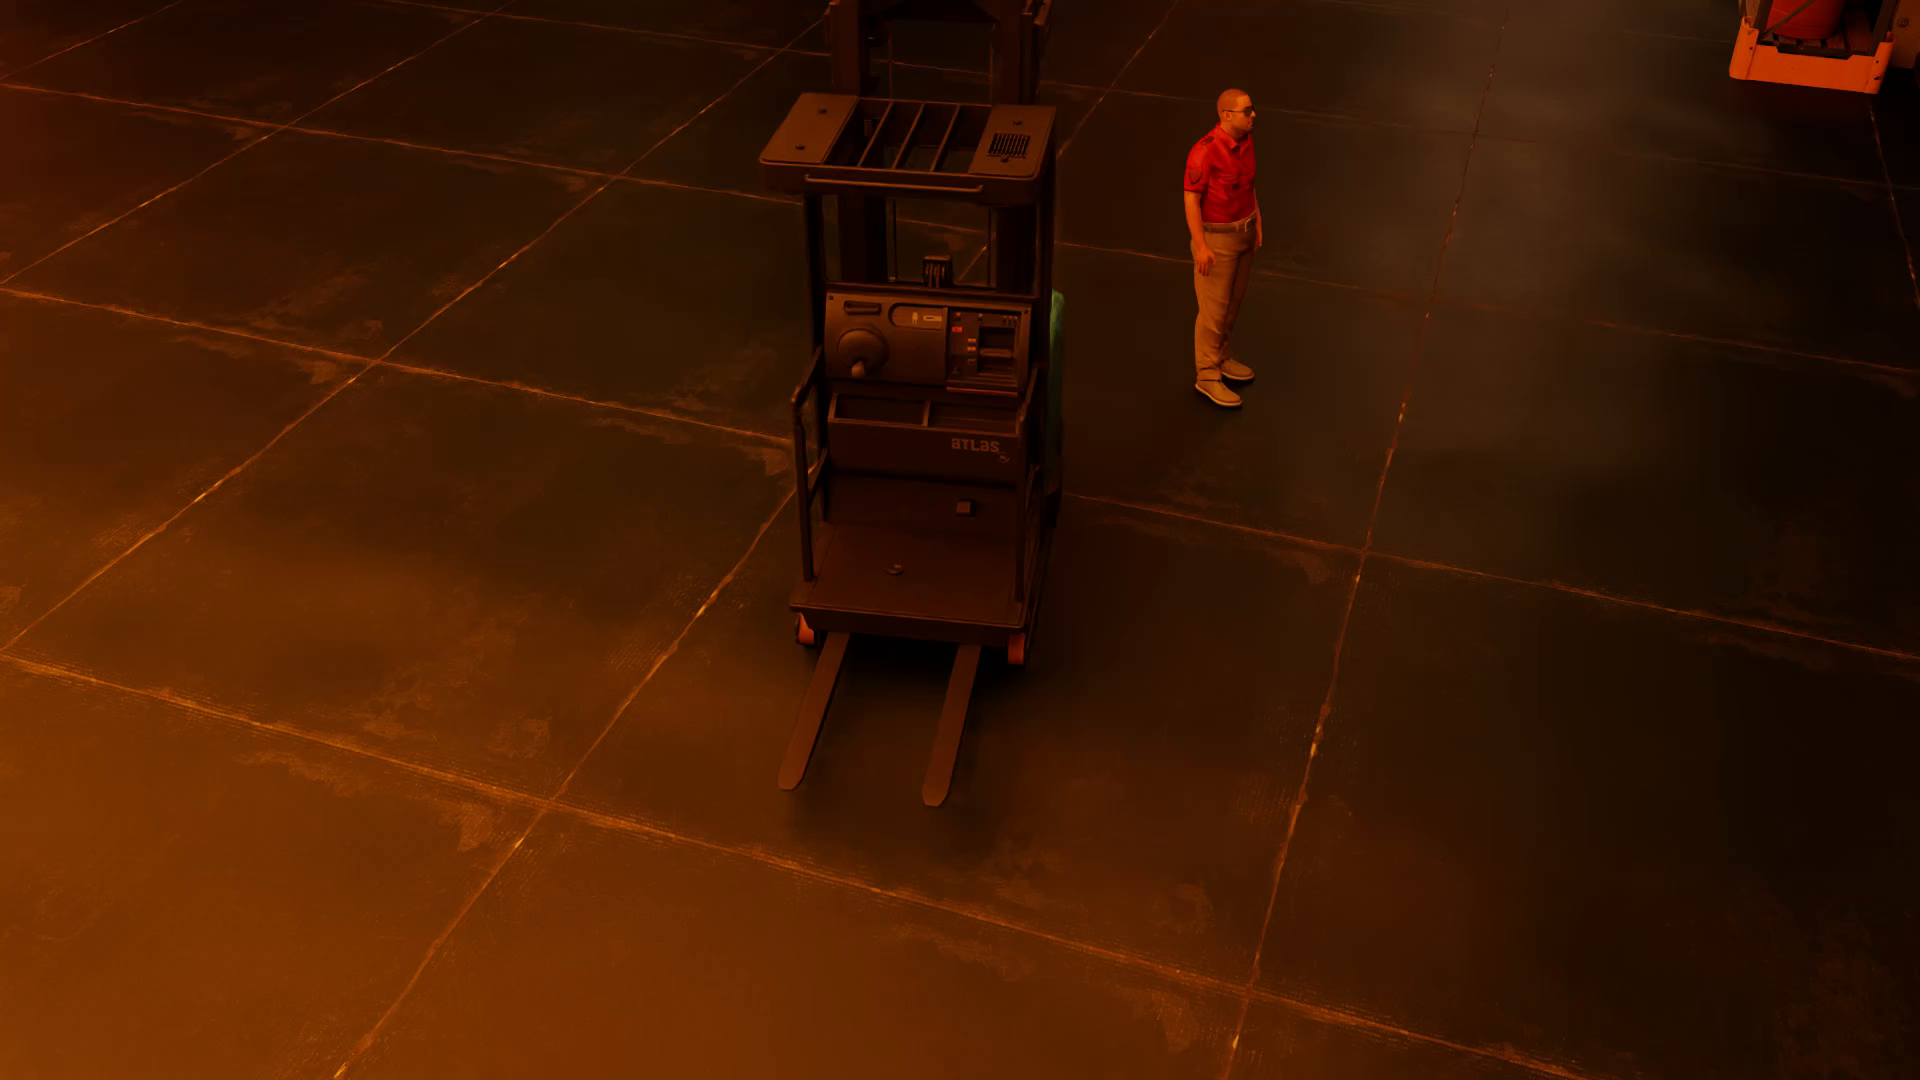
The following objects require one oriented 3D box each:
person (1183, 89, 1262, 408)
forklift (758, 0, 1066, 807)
[{"bbox_3d":[1.593,-1.692,9.525,0.552,1.726,0.635,26,43,32],"label":"person"},{"bbox_3d":[-0.177,-0.829,7.280,1.130,2.935,3.031,5,36,7],"label":"forklift"}]
